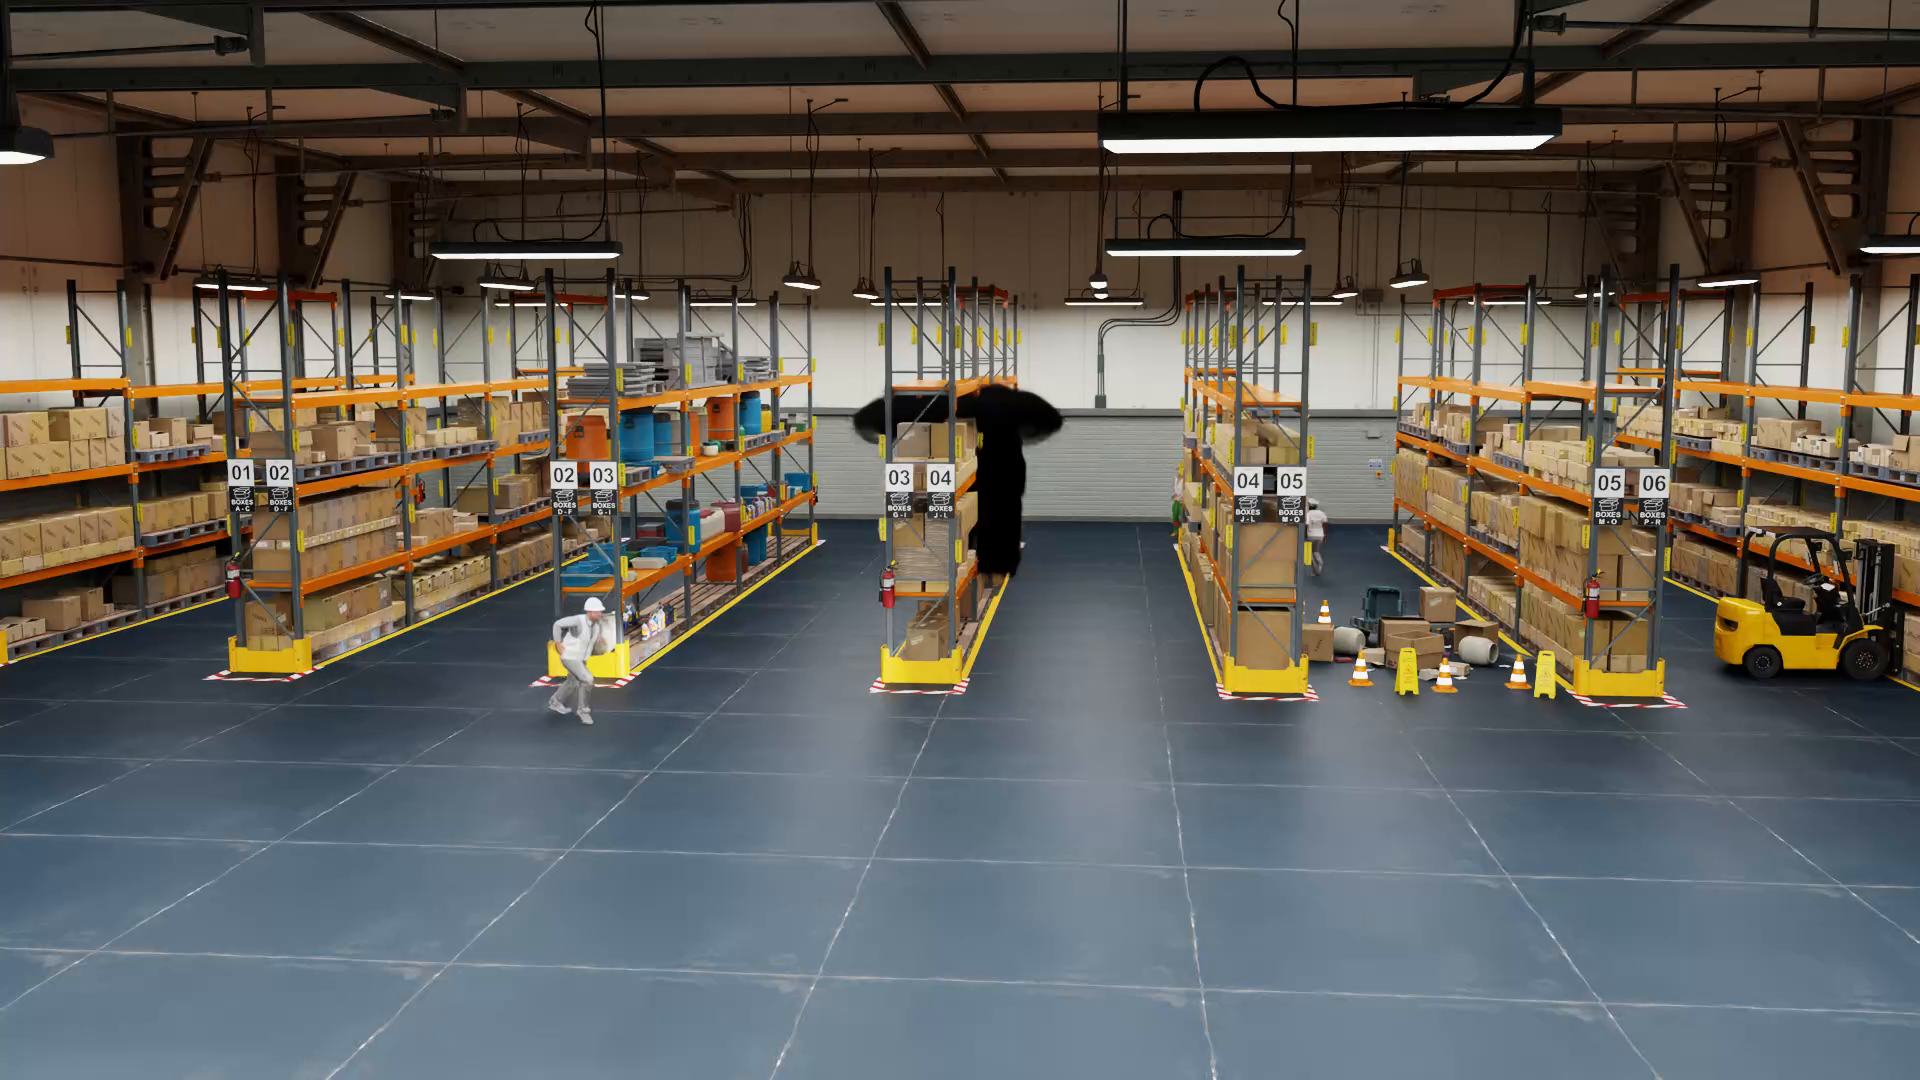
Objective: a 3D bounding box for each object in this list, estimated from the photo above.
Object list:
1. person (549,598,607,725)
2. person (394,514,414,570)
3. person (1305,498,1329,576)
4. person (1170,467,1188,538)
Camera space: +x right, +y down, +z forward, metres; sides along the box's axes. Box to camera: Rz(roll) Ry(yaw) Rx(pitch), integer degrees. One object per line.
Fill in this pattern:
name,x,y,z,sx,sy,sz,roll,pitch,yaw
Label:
person,-5.023,1.577,21.681,1.003,1.715,0.701,4,8,30
person,-11.215,0.201,33.434,0.613,1.505,0.827,-1,7,-12
person,7.496,-0.048,35.009,0.589,1.634,0.537,-2,7,-13
person,5.640,-0.975,41.964,0.792,1.795,0.668,-6,9,-41
